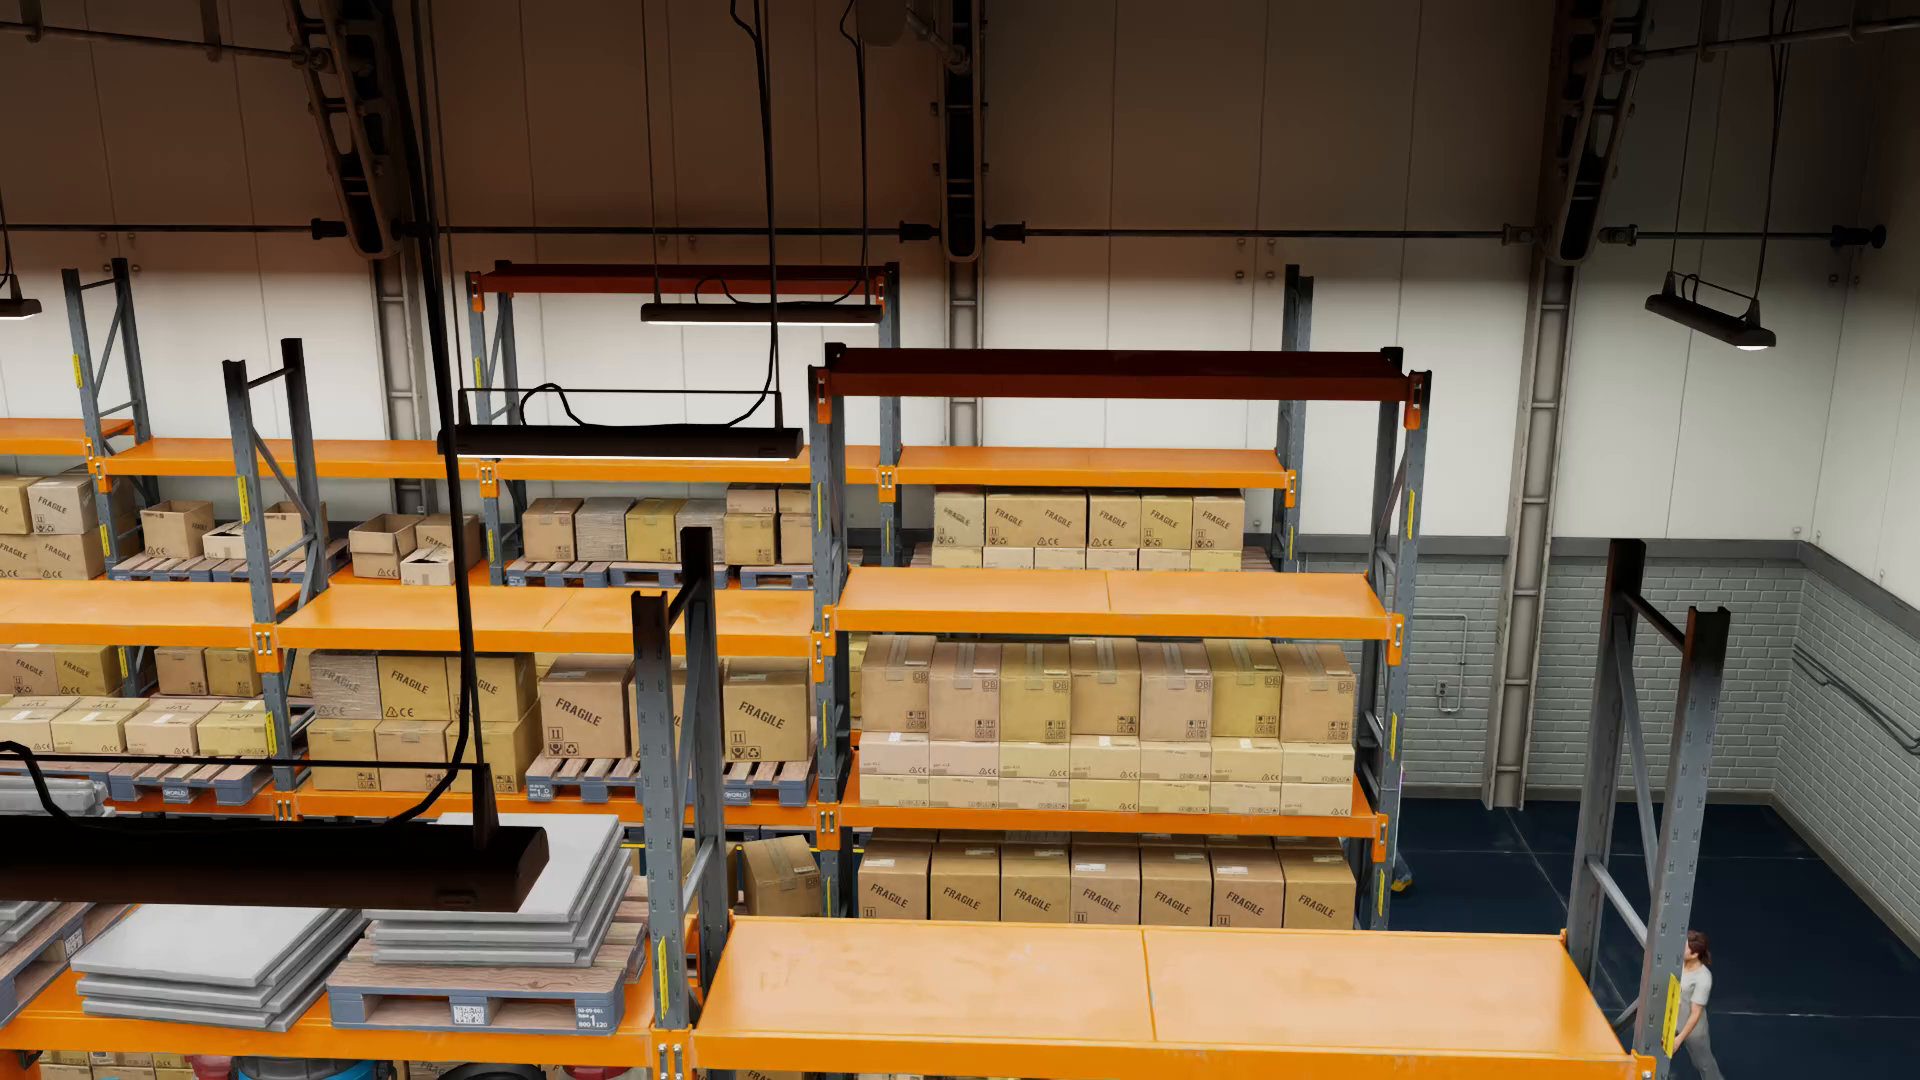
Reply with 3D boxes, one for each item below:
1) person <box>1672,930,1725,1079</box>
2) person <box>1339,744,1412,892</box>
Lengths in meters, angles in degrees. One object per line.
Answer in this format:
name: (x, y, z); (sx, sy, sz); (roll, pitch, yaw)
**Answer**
person: (5.559, 3.728, 12.795); (1.106, 1.605, 0.428); (-9, 19, -29)
person: (3.944, 2.699, 16.192); (1.122, 1.709, 0.577); (-7, 18, -23)
